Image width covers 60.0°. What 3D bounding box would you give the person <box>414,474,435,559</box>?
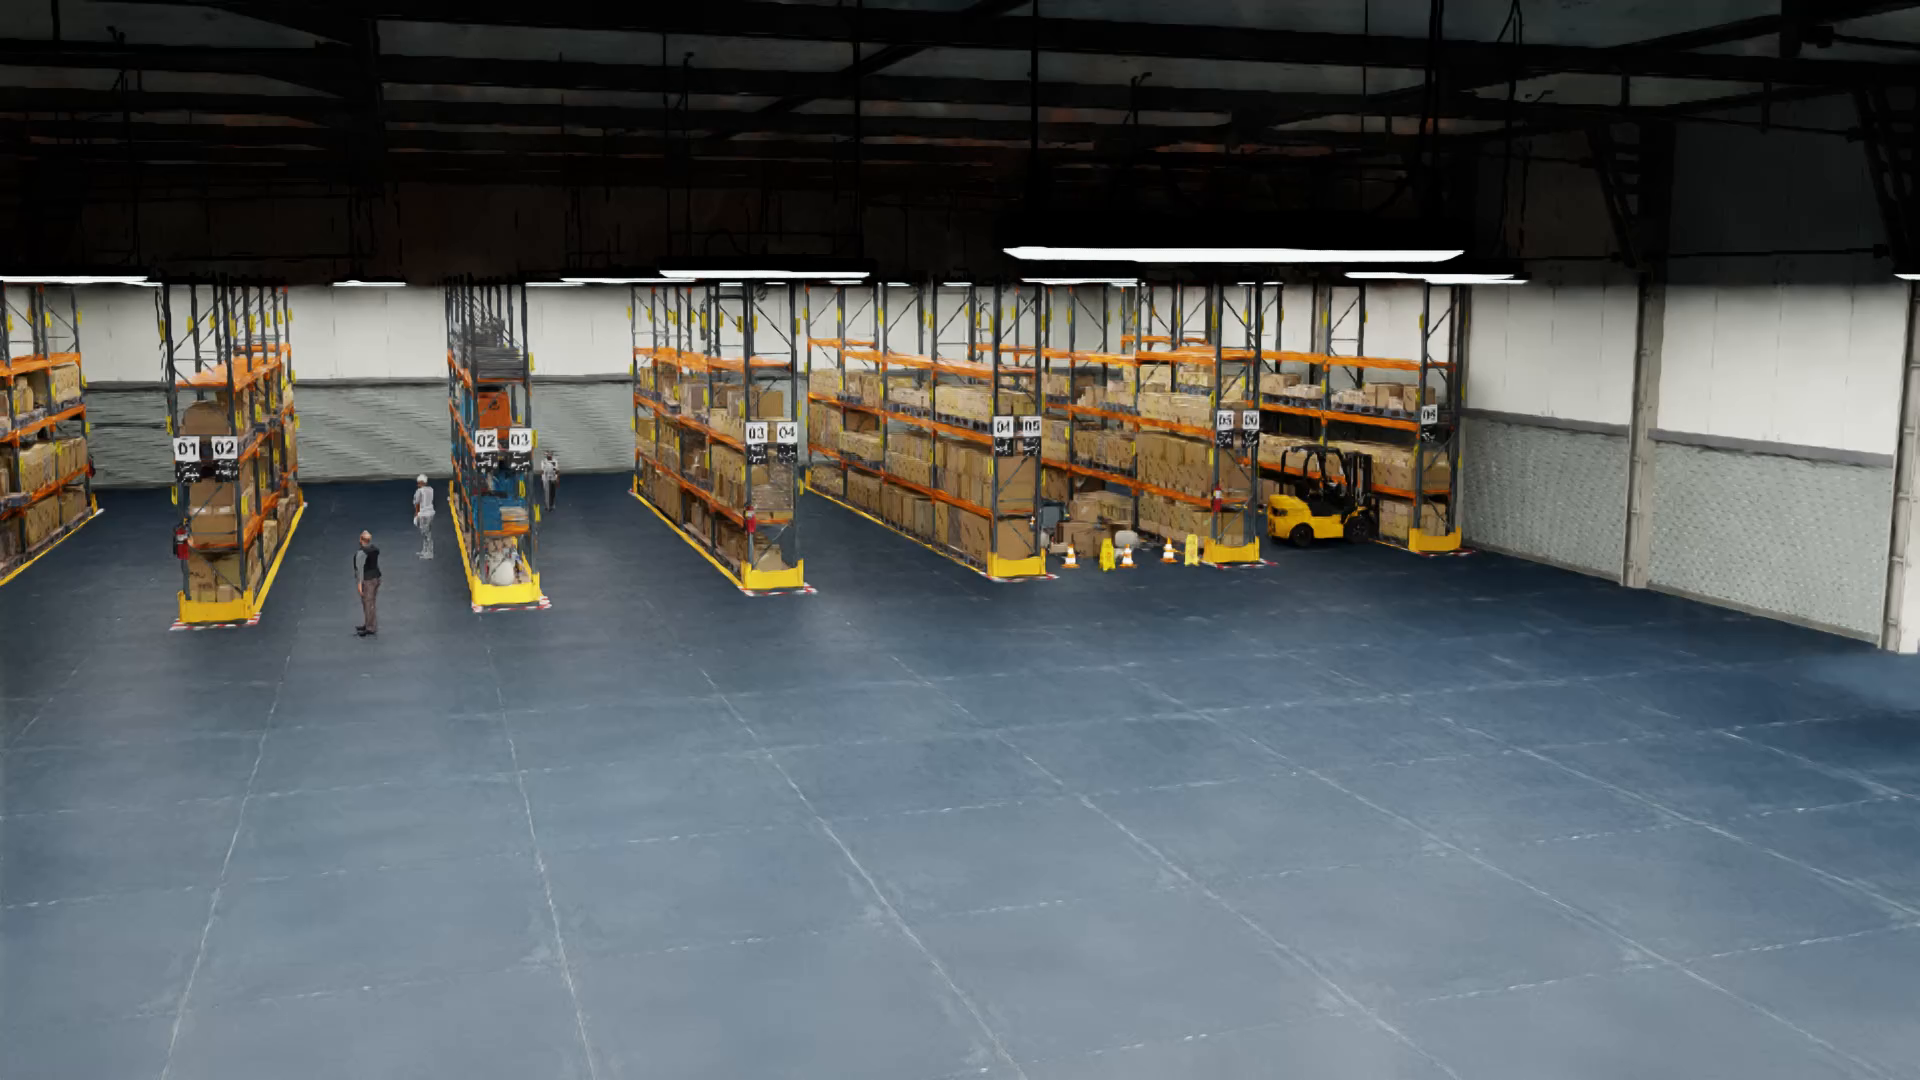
[{"bbox_3d":[-11.454,-0.517,35.485,0.583,1.782,0.665,2,9,11],"label":"person"}]

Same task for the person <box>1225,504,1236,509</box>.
[{"bbox_3d":[6.263,-0.967,38.827,0.553,1.669,0.564,2,9,13],"label":"person"}]

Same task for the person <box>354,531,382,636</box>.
[{"bbox_3d":[-9.899,0.705,27.666,0.494,1.717,0.578,2,9,12],"label":"person"}]

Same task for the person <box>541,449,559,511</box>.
[{"bbox_3d":[-10.600,-1.568,43.063,0.445,1.590,1.081,-3,9,-20],"label":"person"}]
